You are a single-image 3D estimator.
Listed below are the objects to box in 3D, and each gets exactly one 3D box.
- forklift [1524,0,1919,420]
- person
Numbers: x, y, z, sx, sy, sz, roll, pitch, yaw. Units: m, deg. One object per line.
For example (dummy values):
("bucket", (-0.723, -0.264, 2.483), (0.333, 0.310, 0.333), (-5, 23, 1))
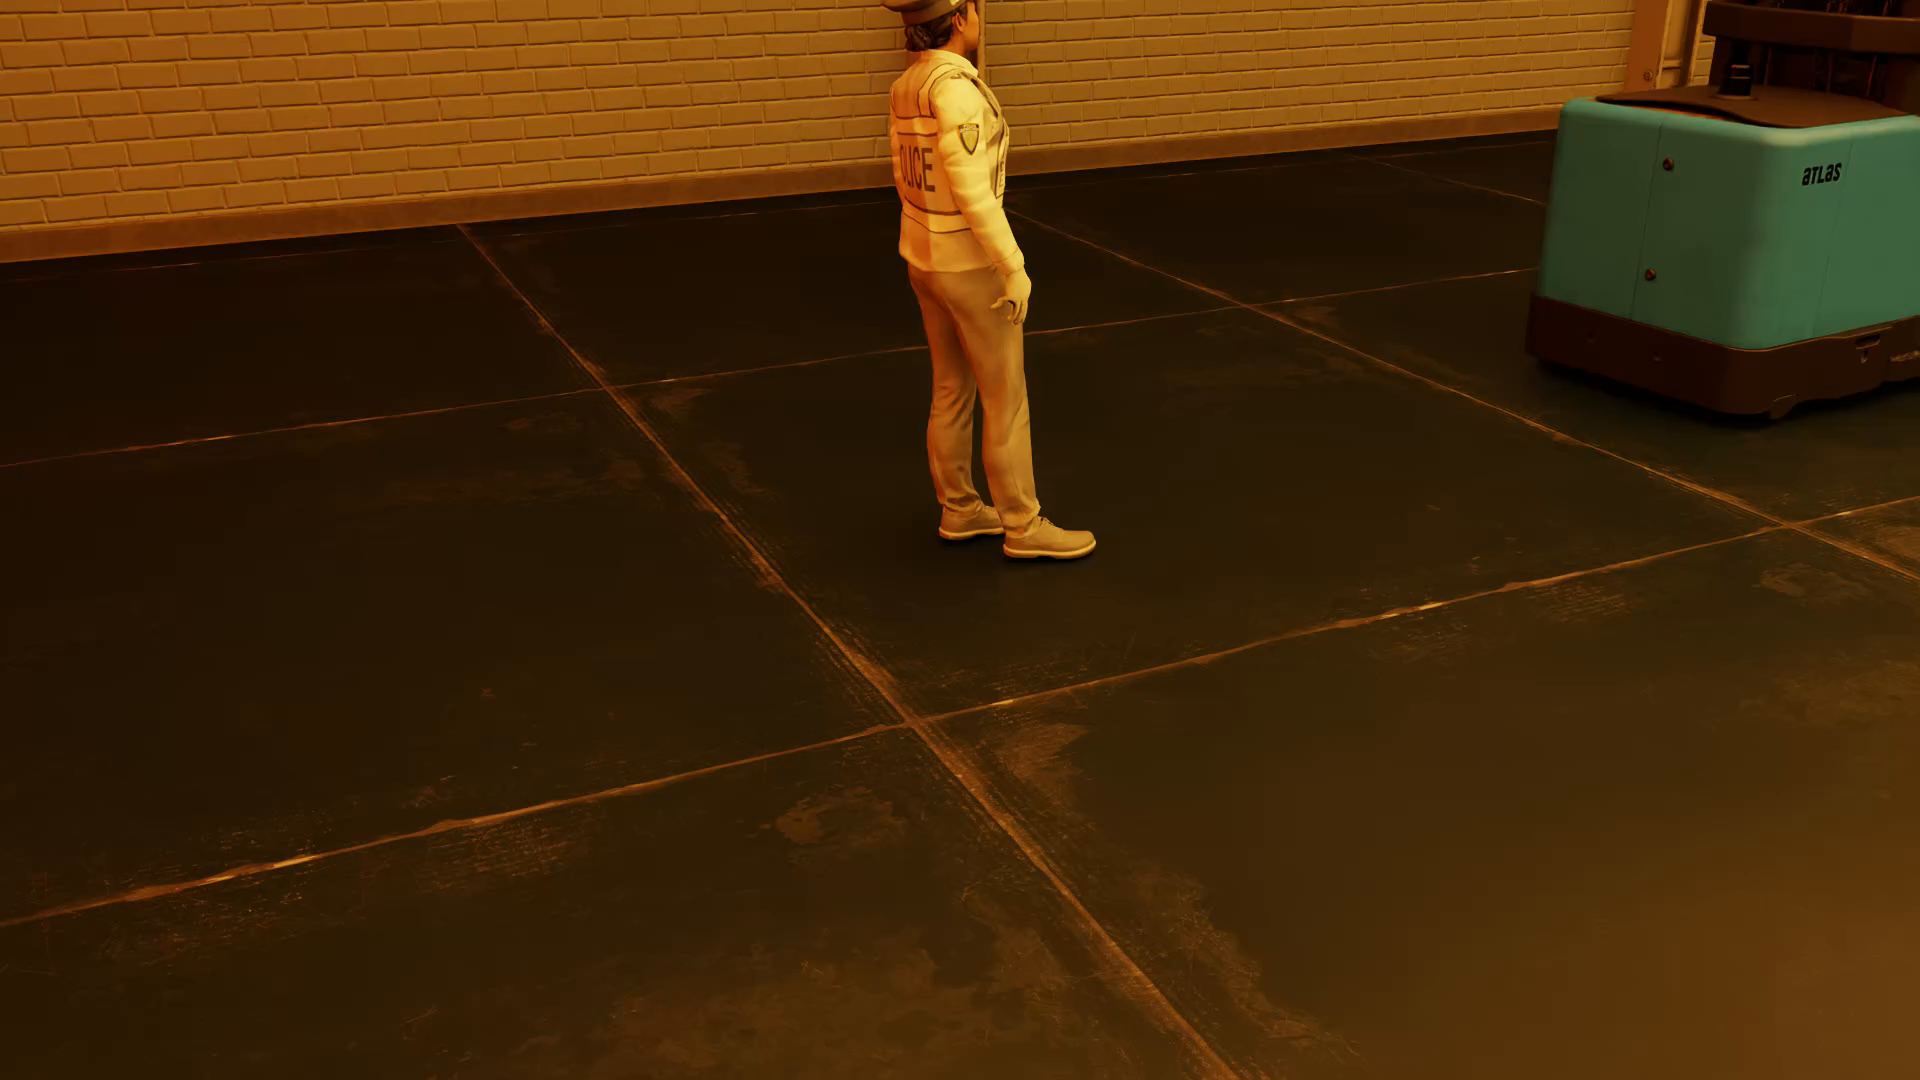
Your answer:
("forklift", (3.832, -2.193, 6.564), (3.031, 2.935, 1.130), (-13, 26, -28))
("person", (0.066, -0.798, 4.800), (0.530, 1.694, 0.586), (-10, 25, -23))
